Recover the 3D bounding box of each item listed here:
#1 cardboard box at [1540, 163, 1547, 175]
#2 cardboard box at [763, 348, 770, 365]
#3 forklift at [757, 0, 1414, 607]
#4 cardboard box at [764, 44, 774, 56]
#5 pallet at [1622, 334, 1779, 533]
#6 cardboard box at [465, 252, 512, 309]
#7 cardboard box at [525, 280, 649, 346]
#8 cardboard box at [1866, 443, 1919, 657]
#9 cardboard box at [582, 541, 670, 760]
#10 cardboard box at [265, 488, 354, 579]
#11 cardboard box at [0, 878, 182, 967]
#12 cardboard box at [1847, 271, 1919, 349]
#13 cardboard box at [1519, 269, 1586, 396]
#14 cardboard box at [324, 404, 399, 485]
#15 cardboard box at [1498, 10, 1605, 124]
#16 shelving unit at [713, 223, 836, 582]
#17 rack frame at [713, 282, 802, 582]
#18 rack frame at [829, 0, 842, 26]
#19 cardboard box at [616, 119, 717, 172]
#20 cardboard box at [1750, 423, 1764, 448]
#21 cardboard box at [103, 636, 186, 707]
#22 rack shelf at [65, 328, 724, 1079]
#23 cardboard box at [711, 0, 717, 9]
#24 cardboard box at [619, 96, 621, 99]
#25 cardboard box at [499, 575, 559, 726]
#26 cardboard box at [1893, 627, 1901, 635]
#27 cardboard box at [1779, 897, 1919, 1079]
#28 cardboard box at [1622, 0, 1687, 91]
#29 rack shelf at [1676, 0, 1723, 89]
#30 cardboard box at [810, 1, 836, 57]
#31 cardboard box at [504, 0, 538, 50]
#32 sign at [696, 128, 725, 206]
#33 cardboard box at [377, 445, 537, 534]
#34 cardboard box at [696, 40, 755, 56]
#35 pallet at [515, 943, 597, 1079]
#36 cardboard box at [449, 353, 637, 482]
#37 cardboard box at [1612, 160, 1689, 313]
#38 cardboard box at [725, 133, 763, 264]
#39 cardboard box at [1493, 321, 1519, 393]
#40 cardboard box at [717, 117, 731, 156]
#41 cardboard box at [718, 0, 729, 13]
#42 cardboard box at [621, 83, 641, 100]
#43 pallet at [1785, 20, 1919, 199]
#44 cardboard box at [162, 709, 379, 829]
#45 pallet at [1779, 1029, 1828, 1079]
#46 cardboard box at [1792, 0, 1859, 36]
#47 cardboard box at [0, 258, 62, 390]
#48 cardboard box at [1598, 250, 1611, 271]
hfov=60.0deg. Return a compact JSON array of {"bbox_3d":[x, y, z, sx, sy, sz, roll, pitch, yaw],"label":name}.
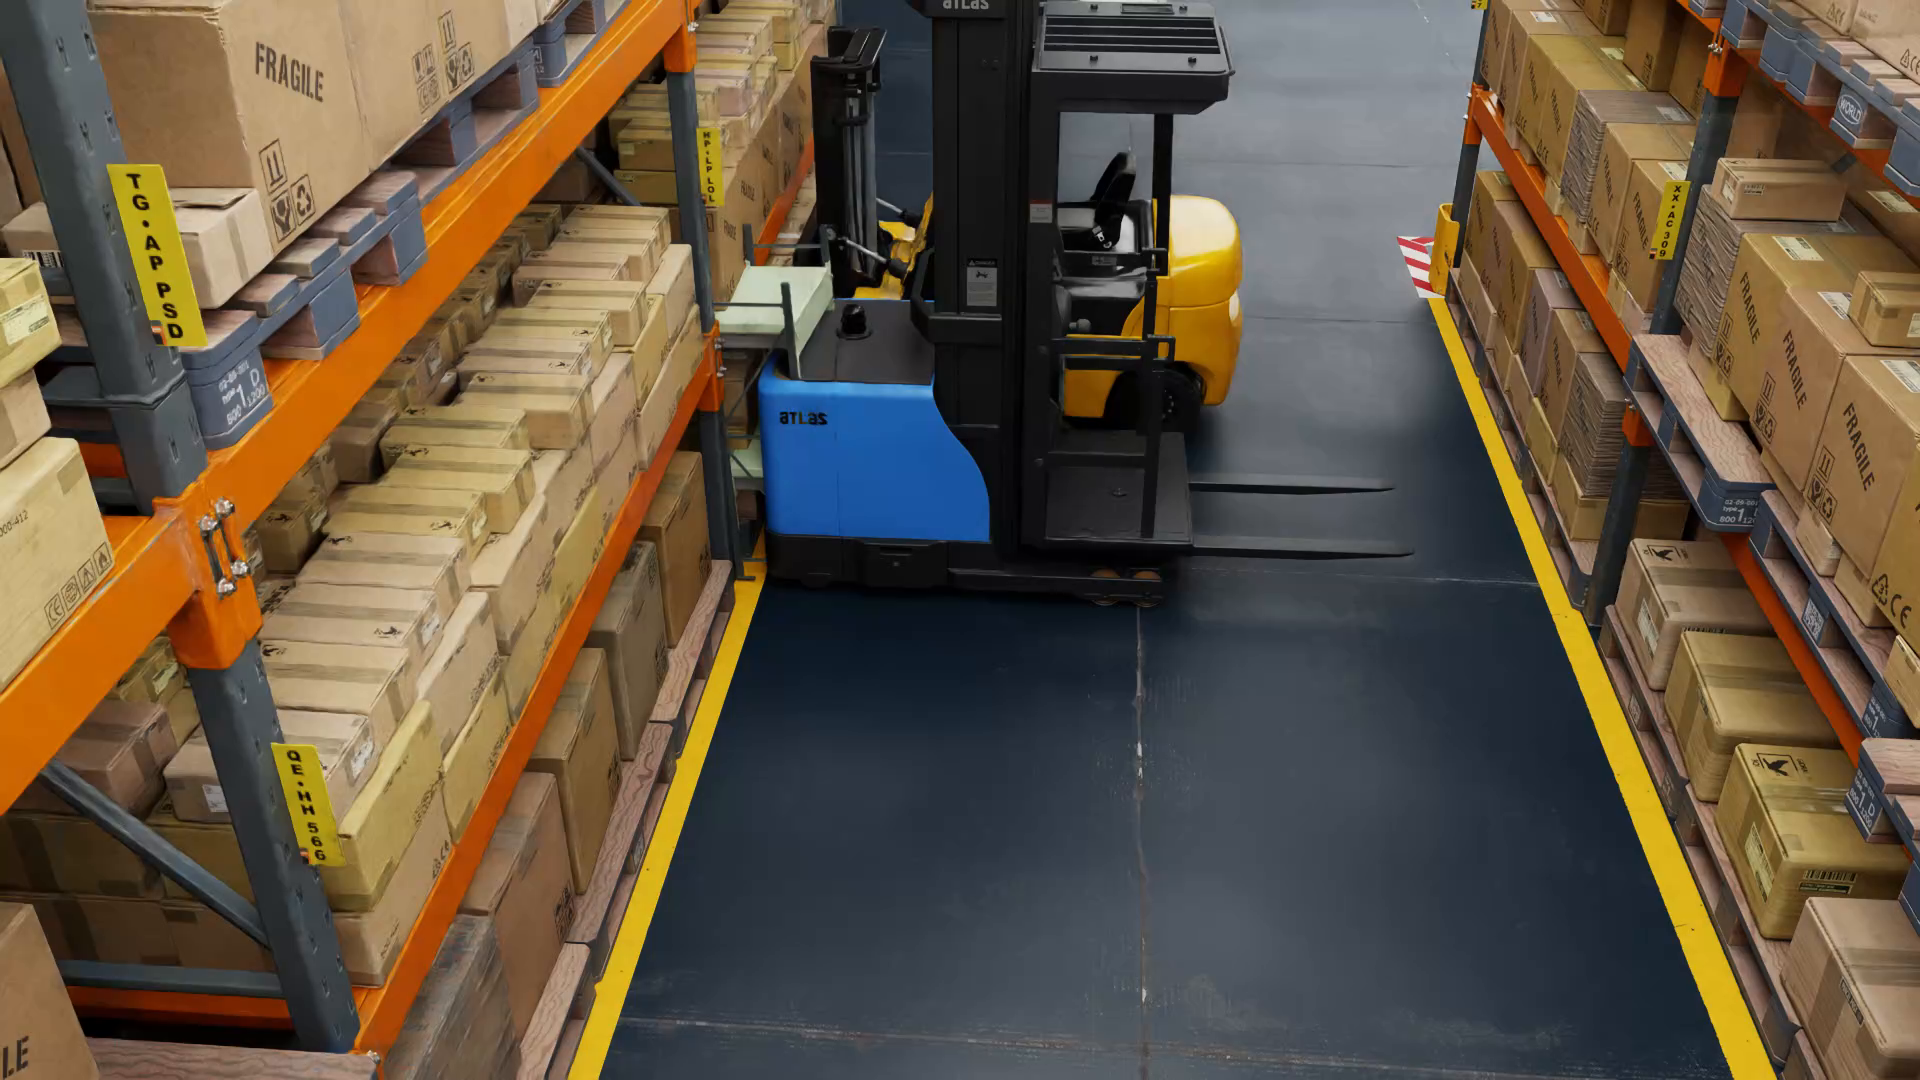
[{"bbox_3d":[3.341,-2.026,8.917,0.380,0.149,0.250,3,32,6],"label":"cardboard box"},{"bbox_3d":[-1.170,-1.036,8.340,0.500,0.250,0.500,3,32,4],"label":"cardboard box"},{"bbox_3d":[0.623,-1.225,7.444,3.031,2.935,1.130,2,32,3],"label":"forklift"},{"bbox_3d":[-1.187,-2.515,8.758,0.380,0.149,0.250,2,32,4],"label":"cardboard box"},{"bbox_3d":[3.167,-0.411,6.240,1.003,0.211,1.213,2,32,4],"label":"pallet"},{"bbox_3d":[-1.911,-0.971,6.254,0.380,0.149,0.250,2,32,4],"label":"cardboard box"},{"bbox_3d":[-1.345,-0.822,6.011,0.380,0.149,0.250,2,32,2],"label":"cardboard box"},{"bbox_3d":[2.879,0.073,4.493,0.500,0.500,0.500,0,32,1],"label":"cardboard box"},{"bbox_3d":[-1.676,0.415,6.581,0.875,0.625,0.625,2,32,3],"label":"cardboard box"},{"bbox_3d":[-2.056,0.071,4.943,0.500,0.250,0.500,2,32,4],"label":"cardboard box"},{"bbox_3d":[-2.118,0.814,4.214,0.500,0.250,0.500,2,32,3],"label":"cardboard box"},{"bbox_3d":[2.997,-0.707,5.140,0.380,0.149,0.250,4,32,7],"label":"cardboard box"},{"bbox_3d":[3.234,-1.067,8.628,0.500,0.500,0.500,4,32,7],"label":"cardboard box"},{"bbox_3d":[-1.969,-0.305,5.173,0.380,0.149,0.250,3,32,5],"label":"cardboard box"},{"bbox_3d":[3.345,-2.640,9.296,0.500,0.500,0.500,3,32,5],"label":"cardboard box"},{"bbox_3d":[-0.842,-0.643,7.837,0.431,1.500,0.755,2,30,9],"label":"shelving unit"},{"bbox_3d":[-0.897,-0.460,7.524,0.400,1.500,0.023,2,30,9],"label":"rack frame"},{"bbox_3d":[-1.248,-3.188,10.563,1.000,3.000,0.127,2,32,4],"label":"rack frame"},{"bbox_3d":[-1.252,-1.695,7.145,0.380,0.149,0.250,3,32,5],"label":"cardboard box"},{"bbox_3d":[3.038,-0.401,5.880,0.380,0.149,0.250,4,32,7],"label":"cardboard box"},{"bbox_3d":[-2.165,0.357,4.099,0.380,0.149,0.250,3,32,5],"label":"cardboard box"},{"bbox_3d":[-1.737,0.256,5.661,1.077,0.370,4.000,2,32,4],"label":"rack shelf"},{"bbox_3d":[-1.586,-3.064,9.365,0.380,0.149,0.250,3,32,4],"label":"cardboard box"},{"bbox_3d":[-1.821,-2.123,7.839,0.380,0.149,0.250,2,32,3],"label":"cardboard box"},{"bbox_3d":[-1.539,0.305,5.038,0.500,0.250,0.500,1,32,2],"label":"cardboard box"},{"bbox_3d":[2.949,0.274,4.786,0.380,0.149,0.250,3,32,4],"label":"cardboard box"},{"bbox_3d":[3.156,1.464,5.119,0.950,0.372,0.625,2,32,3],"label":"cardboard box"},{"bbox_3d":[3.709,-2.506,8.125,0.700,0.500,0.500,2,32,4],"label":"cardboard box"},{"bbox_3d":[3.537,-2.902,7.927,1.077,0.370,4.000,2,32,4],"label":"rack shelf"},{"bbox_3d":[-1.026,-2.962,10.101,0.500,0.500,0.500,2,32,3],"label":"cardboard box"},{"bbox_3d":[-1.423,-1.496,4.703,0.380,0.149,0.250,2,32,3],"label":"cardboard box"},{"bbox_3d":[-1.032,-1.537,6.857,0.100,0.325,0.005,2,32,4],"label":"sign"},{"bbox_3d":[-1.485,-0.152,4.925,0.380,0.149,0.250,3,32,5],"label":"cardboard box"},{"bbox_3d":[-1.226,-2.372,8.243,0.380,0.149,0.250,2,32,4],"label":"cardboard box"},{"bbox_3d":[-1.794,1.754,5.203,1.003,0.211,1.213,2,32,4],"label":"pallet"},{"bbox_3d":[-1.441,-0.441,5.773,0.500,0.250,0.500,3,32,5],"label":"cardboard box"},{"bbox_3d":[3.162,-1.298,7.118,0.500,0.500,0.500,2,32,3],"label":"cardboard box"},{"bbox_3d":[-1.252,-1.632,7.945,0.500,0.500,0.500,3,32,5],"label":"cardboard box"},{"bbox_3d":[3.277,-1.023,9.272,0.500,0.250,0.500,5,32,7],"label":"cardboard box"},{"bbox_3d":[-1.273,-1.843,7.668,0.380,0.149,0.250,2,32,4],"label":"cardboard box"},{"bbox_3d":[-1.145,-3.041,9.329,0.380,0.149,0.250,3,32,4],"label":"cardboard box"},{"bbox_3d":[-1.692,-2.127,8.129,0.380,0.149,0.250,3,32,6],"label":"cardboard box"},{"bbox_3d":[3.136,-1.222,4.694,1.213,0.211,1.003,2,32,4],"label":"pallet"},{"bbox_3d":[-1.580,0.523,3.829,0.380,0.149,0.250,3,32,5],"label":"cardboard box"},{"bbox_3d":[3.113,1.984,4.829,1.003,0.211,1.213,2,32,4],"label":"pallet"},{"bbox_3d":[2.886,-1.724,5.072,0.500,0.250,0.500,2,32,3],"label":"cardboard box"},{"bbox_3d":[-1.633,-0.321,2.533,0.380,0.149,0.250,3,32,6],"label":"cardboard box"},{"bbox_3d":[3.243,-1.353,7.826,0.380,0.149,0.250,2,32,3],"label":"cardboard box"}]
